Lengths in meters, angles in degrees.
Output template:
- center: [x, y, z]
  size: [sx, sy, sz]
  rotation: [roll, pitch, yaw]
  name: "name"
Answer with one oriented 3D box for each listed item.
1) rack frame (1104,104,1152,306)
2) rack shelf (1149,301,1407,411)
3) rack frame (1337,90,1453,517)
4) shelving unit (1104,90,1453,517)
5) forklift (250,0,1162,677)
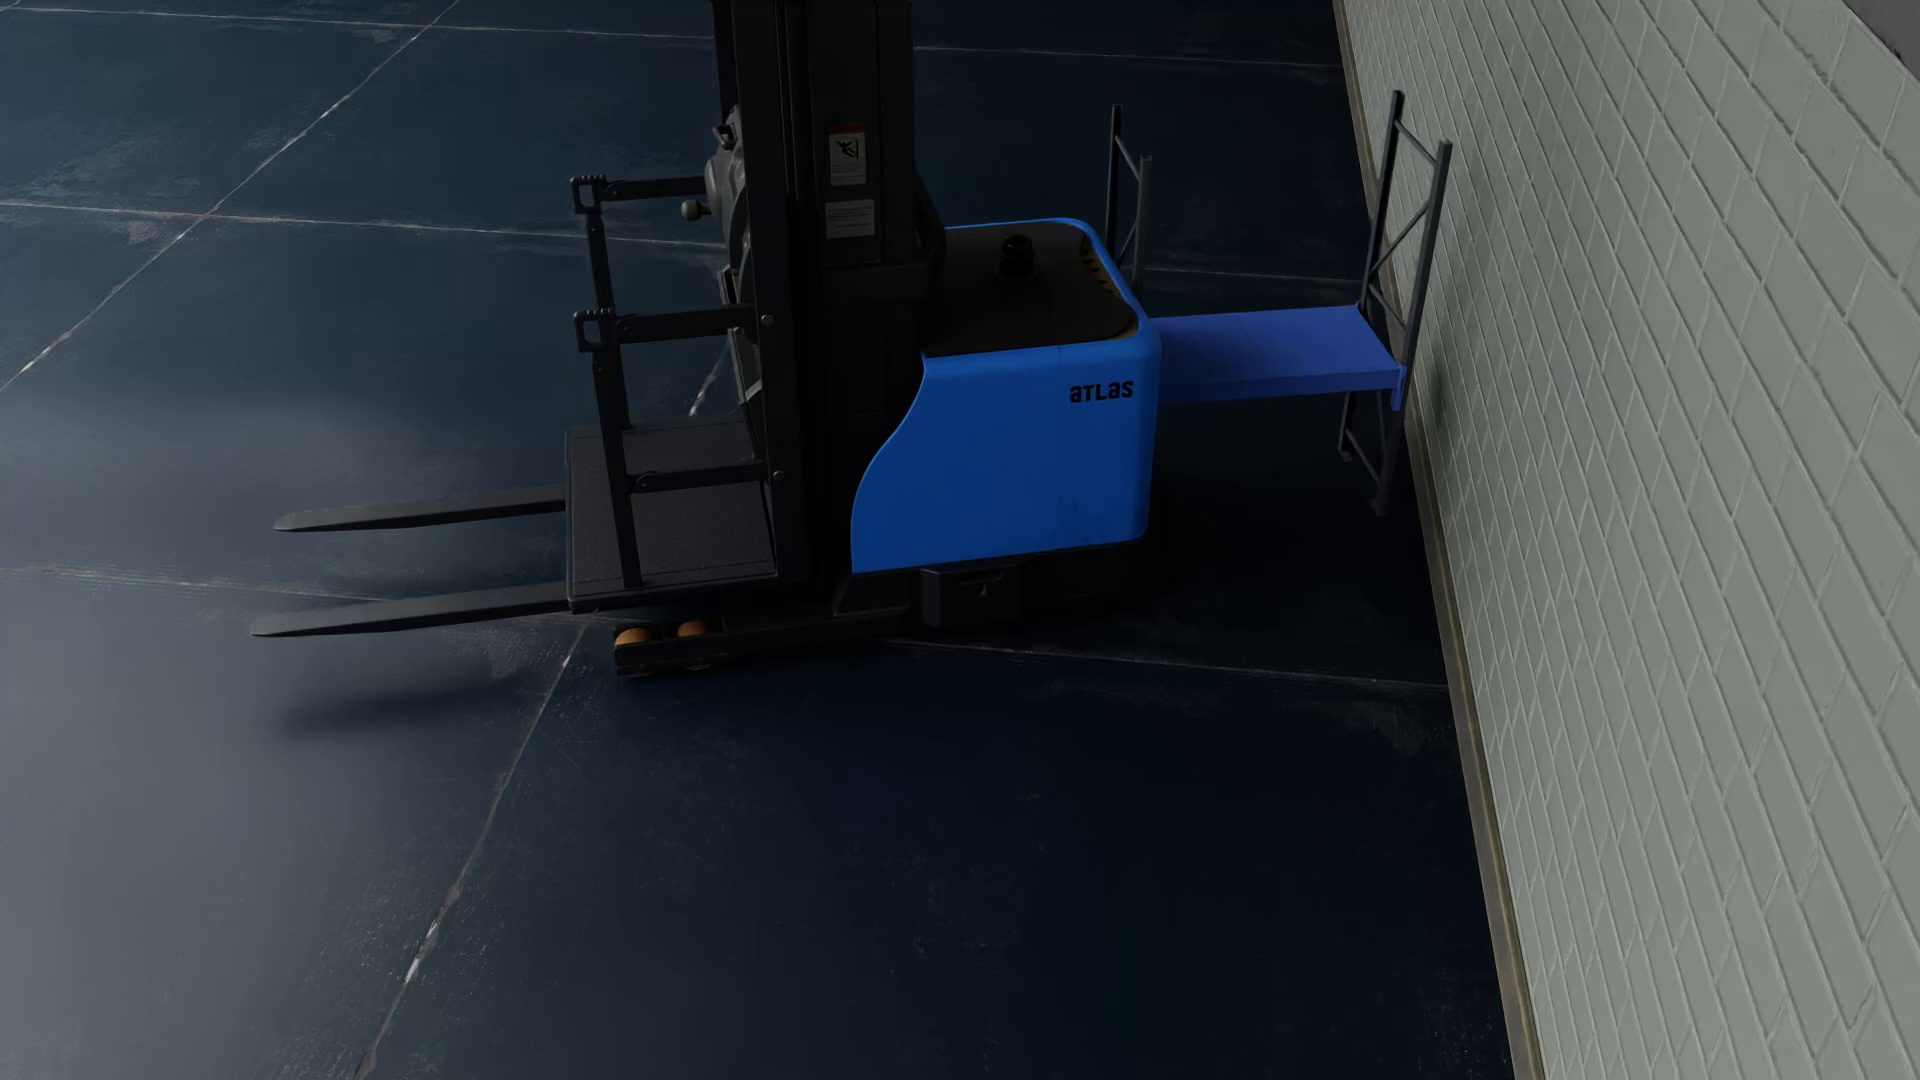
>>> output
- center: [0.578, -0.766, 6.033]
  size: [0.032, 1.500, 0.500]
  rotation: [-4, 36, -6]
  name: "rack frame"
- center: [1.082, -0.659, 6.191]
  size: [1.000, 0.185, 0.538]
  rotation: [-4, 36, -6]
  name: "rack shelf"
- center: [1.585, -0.844, 6.141]
  size: [0.032, 1.500, 0.500]
  rotation: [-4, 36, -6]
  name: "rack frame"
- center: [1.082, -0.805, 6.087]
  size: [1.048, 1.500, 0.538]
  rotation: [-4, 36, -6]
  name: "shelving unit"
- center: [-0.904, -1.066, 5.221]
  size: [3.031, 2.935, 1.130]
  rotation: [-7, 36, -9]
  name: "forklift"
